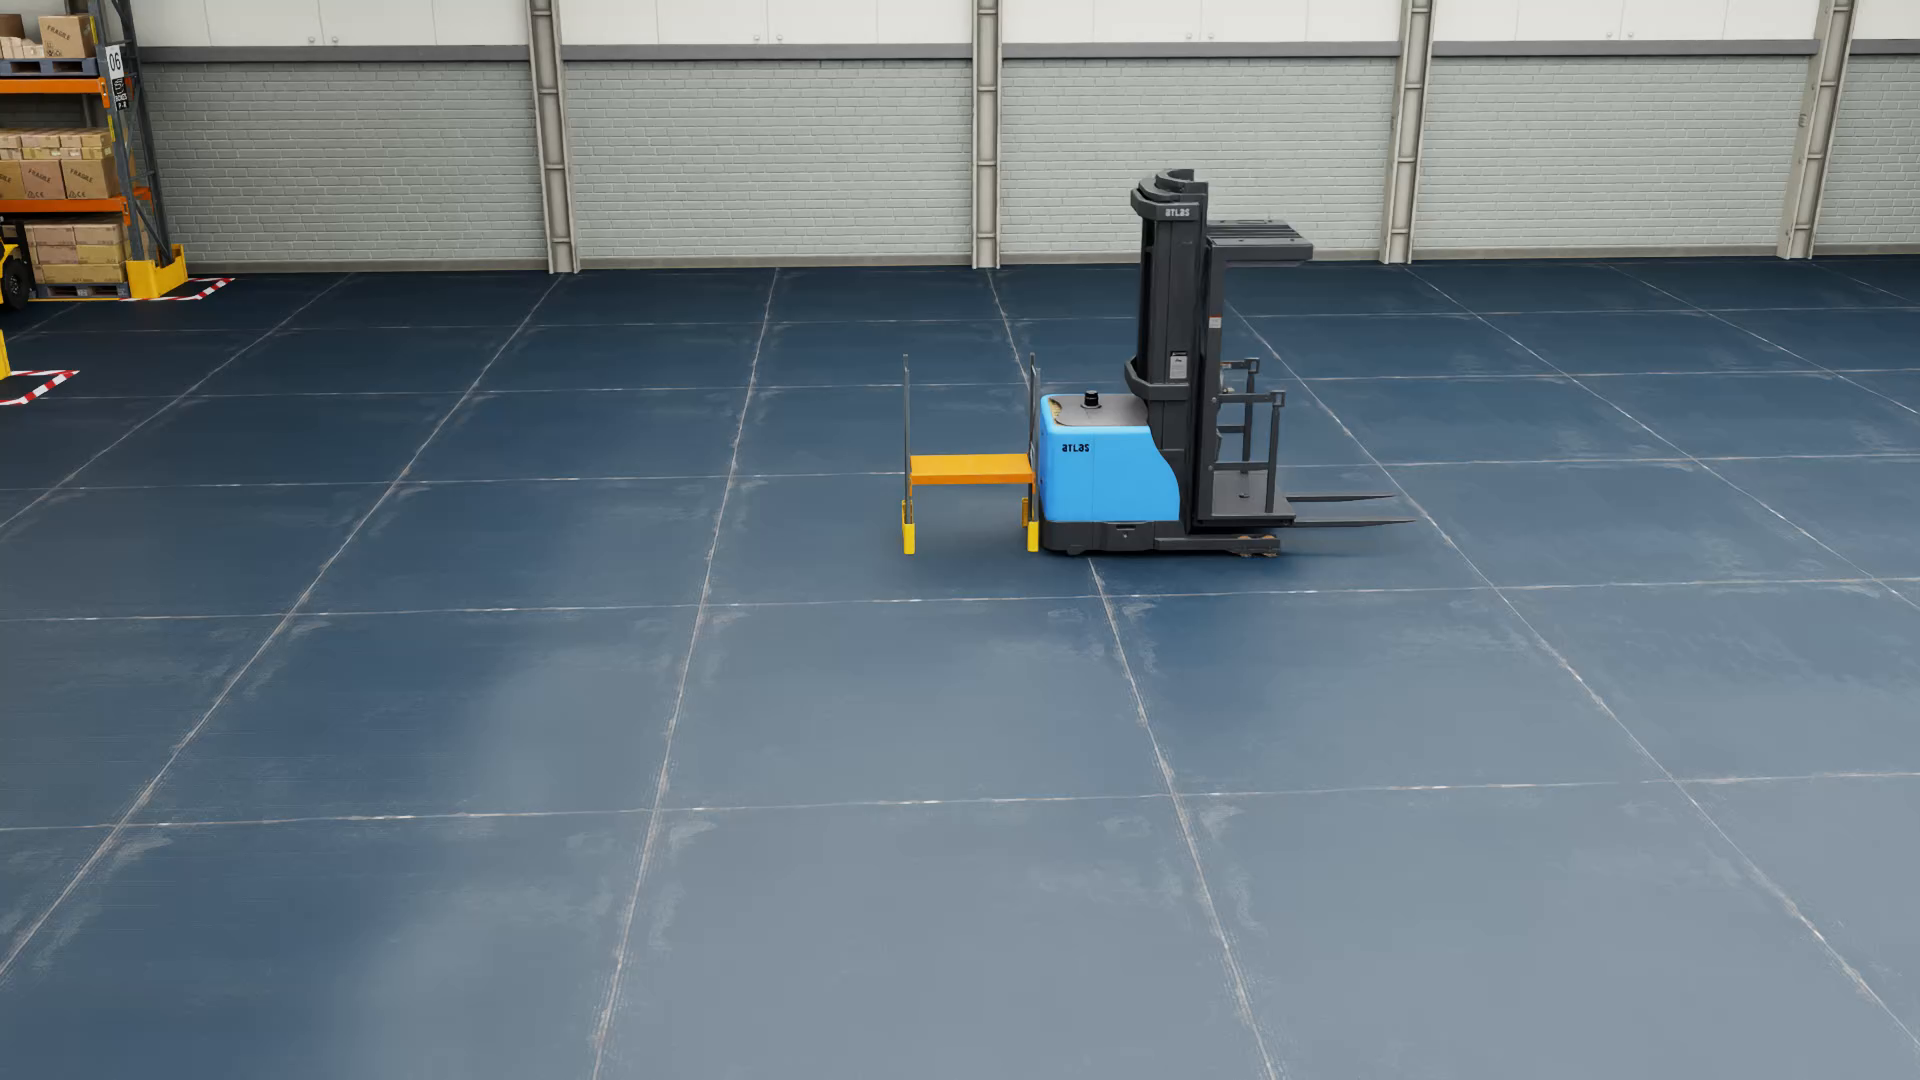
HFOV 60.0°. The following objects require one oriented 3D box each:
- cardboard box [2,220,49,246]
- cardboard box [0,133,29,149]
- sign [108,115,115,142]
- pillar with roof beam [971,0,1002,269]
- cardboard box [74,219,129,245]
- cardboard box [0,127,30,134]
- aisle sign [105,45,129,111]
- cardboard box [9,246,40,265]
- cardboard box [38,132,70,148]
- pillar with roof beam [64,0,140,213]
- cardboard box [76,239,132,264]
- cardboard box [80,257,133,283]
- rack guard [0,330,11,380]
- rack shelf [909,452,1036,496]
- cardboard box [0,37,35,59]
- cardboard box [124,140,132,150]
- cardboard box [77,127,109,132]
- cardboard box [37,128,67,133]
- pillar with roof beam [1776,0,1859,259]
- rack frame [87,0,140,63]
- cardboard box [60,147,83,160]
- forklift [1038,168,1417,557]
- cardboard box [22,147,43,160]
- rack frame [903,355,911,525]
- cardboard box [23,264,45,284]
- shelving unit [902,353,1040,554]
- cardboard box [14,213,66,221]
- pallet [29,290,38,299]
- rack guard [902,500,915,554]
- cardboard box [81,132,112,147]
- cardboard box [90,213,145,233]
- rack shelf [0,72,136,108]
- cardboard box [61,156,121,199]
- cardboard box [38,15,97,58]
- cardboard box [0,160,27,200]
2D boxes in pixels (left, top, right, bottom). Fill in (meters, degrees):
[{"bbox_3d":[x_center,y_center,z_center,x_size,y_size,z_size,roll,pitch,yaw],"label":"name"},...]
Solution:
[{"bbox_3d":[-12.321,-4.035,21.872,0.500,0.250,0.500,-1,21,-2],"label":"cardboard box"},{"bbox_3d":[-12.223,-5.155,21.475,0.250,0.149,0.380,-1,21,-2],"label":"cardboard box"},{"bbox_3d":[-10.849,-5.261,21.265,0.005,0.325,0.100,-1,21,-3],"label":"sign"},{"bbox_3d":[0.613,-6.627,18.380,0.400,9.000,9.100,-1,21,-3],"label":"pillar with roof beam"},{"bbox_3d":[-11.308,-4.061,21.941,0.500,0.250,0.500,0,21,-1],"label":"cardboard box"},{"bbox_3d":[-12.517,-5.373,22.047,0.250,0.149,0.380,-2,21,-4],"label":"cardboard box"},{"bbox_3d":[-10.784,-5.915,21.287,0.004,0.787,0.394,-1,21,-3],"label":"aisle sign"},{"bbox_3d":[-12.350,-3.802,21.964,0.500,0.250,0.500,-2,21,-4],"label":"cardboard box"},{"bbox_3d":[-11.716,-5.178,21.537,0.250,0.149,0.380,-1,21,-2],"label":"cardboard box"},{"bbox_3d":[-11.367,-6.383,17.739,0.400,9.000,9.100,-1,21,-3],"label":"pillar with roof beam"},{"bbox_3d":[-11.334,-3.827,22.028,0.500,0.250,0.500,-1,21,-4],"label":"cardboard box"},{"bbox_3d":[-11.317,-3.592,22.114,0.500,0.250,0.500,-1,21,-3],"label":"cardboard box"},{"bbox_3d":[-10.655,-1.870,17.829,0.348,0.500,1.175,-1,21,-3],"label":"rack guard"},{"bbox_3d":[0.085,-0.535,13.423,1.000,0.185,0.538,-1,21,-3],"label":"rack shelf"},{"bbox_3d":[-11.929,-6.255,21.076,0.258,0.266,0.396,-1,21,-3],"label":"cardboard box"},{"bbox_3d":[-11.220,-5.238,22.110,0.250,0.149,0.380,-2,21,-4],"label":"cardboard box"},{"bbox_3d":[-11.483,-5.377,22.059,0.250,0.149,0.380,0,21,-1],"label":"cardboard box"},{"bbox_3d":[-11.988,-5.357,22.006,0.250,0.149,0.380,-1,21,-3],"label":"cardboard box"},{"bbox_3d":[12.594,-6.871,19.020,0.400,9.000,9.100,-1,21,-3],"label":"pillar with roof beam"},{"bbox_3d":[-10.866,-7.606,20.952,0.127,3.000,1.000,-1,21,-3],"label":"rack frame"},{"bbox_3d":[-11.450,-5.030,21.565,0.250,0.149,0.380,-1,21,-2],"label":"cardboard box"},{"bbox_3d":[2.167,-1.423,13.239,3.031,2.935,1.130,-1,21,-2],"label":"forklift"},{"bbox_3d":[-11.961,-5.046,21.606,0.250,0.149,0.380,-1,21,-3],"label":"cardboard box"},{"bbox_3d":[-0.422,-0.692,13.332,0.032,1.500,0.500,-1,21,-3],"label":"rack frame"},{"bbox_3d":[-12.314,-3.578,22.078,0.500,0.250,0.500,-1,21,-2],"label":"cardboard box"},{"bbox_3d":[0.076,-0.702,13.358,1.083,1.500,0.587,-1,21,-3],"label":"shelving unit"},{"bbox_3d":[-12.356,-4.221,22.361,0.500,0.250,0.500,-1,21,-3],"label":"cardboard box"},{"bbox_3d":[-12.843,-3.445,22.374,1.213,0.211,1.003,-1,21,-3],"label":"pallet"},{"bbox_3d":[-0.421,-0.108,13.554,0.087,0.250,0.587,-1,21,-3],"label":"rack guard"},{"bbox_3d":[-11.212,-5.209,21.618,0.250,0.149,0.380,-1,21,-3],"label":"cardboard box"},{"bbox_3d":[-11.357,-4.239,22.407,0.500,0.250,0.500,-1,21,-4],"label":"cardboard box"},{"bbox_3d":[-12.863,-5.828,21.507,4.000,0.370,1.077,-1,21,-3],"label":"rack shelf"},{"bbox_3d":[-11.343,-4.746,21.731,0.500,0.500,0.500,-2,21,-4],"label":"cardboard box"},{"bbox_3d":[-11.294,-6.399,21.125,0.500,0.500,0.500,0,21,-1],"label":"cardboard box"},{"bbox_3d":[-12.373,-4.728,21.684,0.500,0.500,0.500,-2,21,-4],"label":"cardboard box"}]
